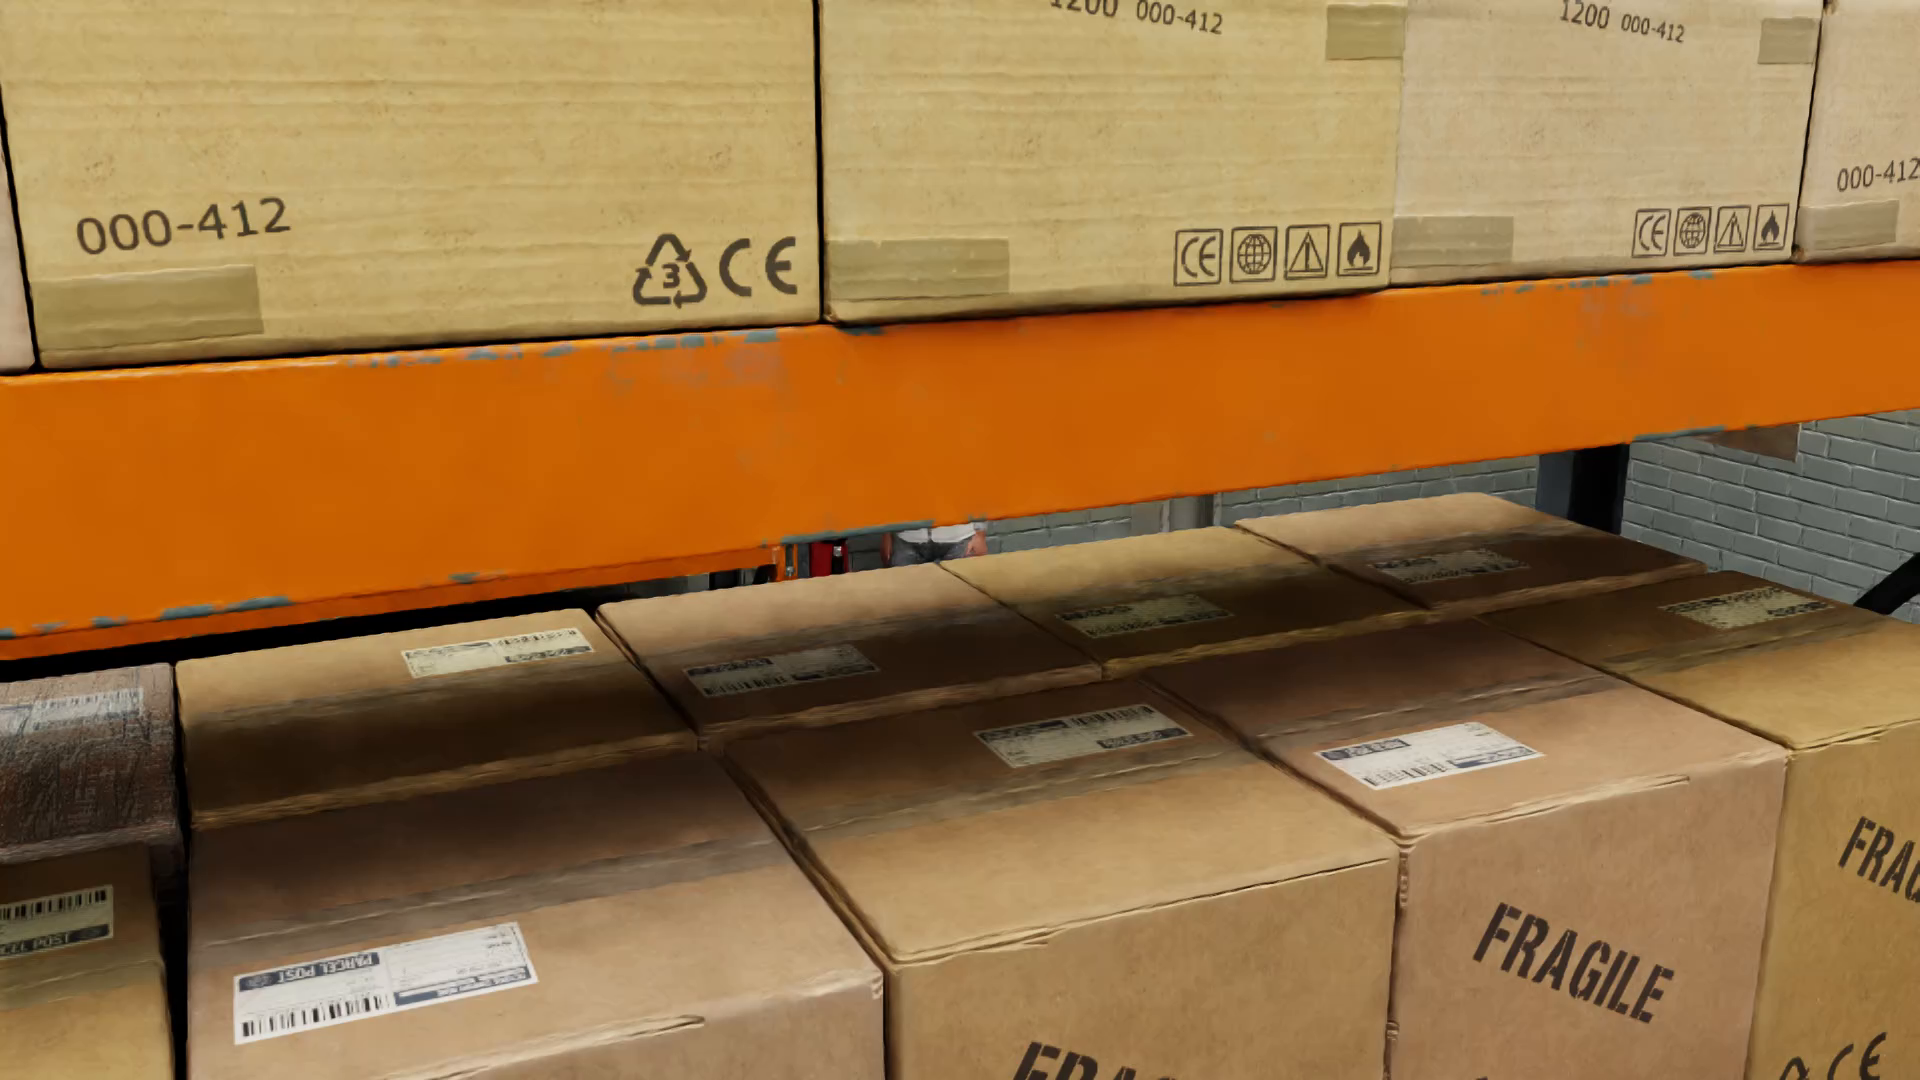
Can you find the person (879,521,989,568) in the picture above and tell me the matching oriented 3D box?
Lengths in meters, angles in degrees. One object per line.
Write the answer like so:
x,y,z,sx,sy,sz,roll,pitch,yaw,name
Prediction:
-0.156,-0.034,8.028,0.654,1.765,0.553,3,15,11,person
